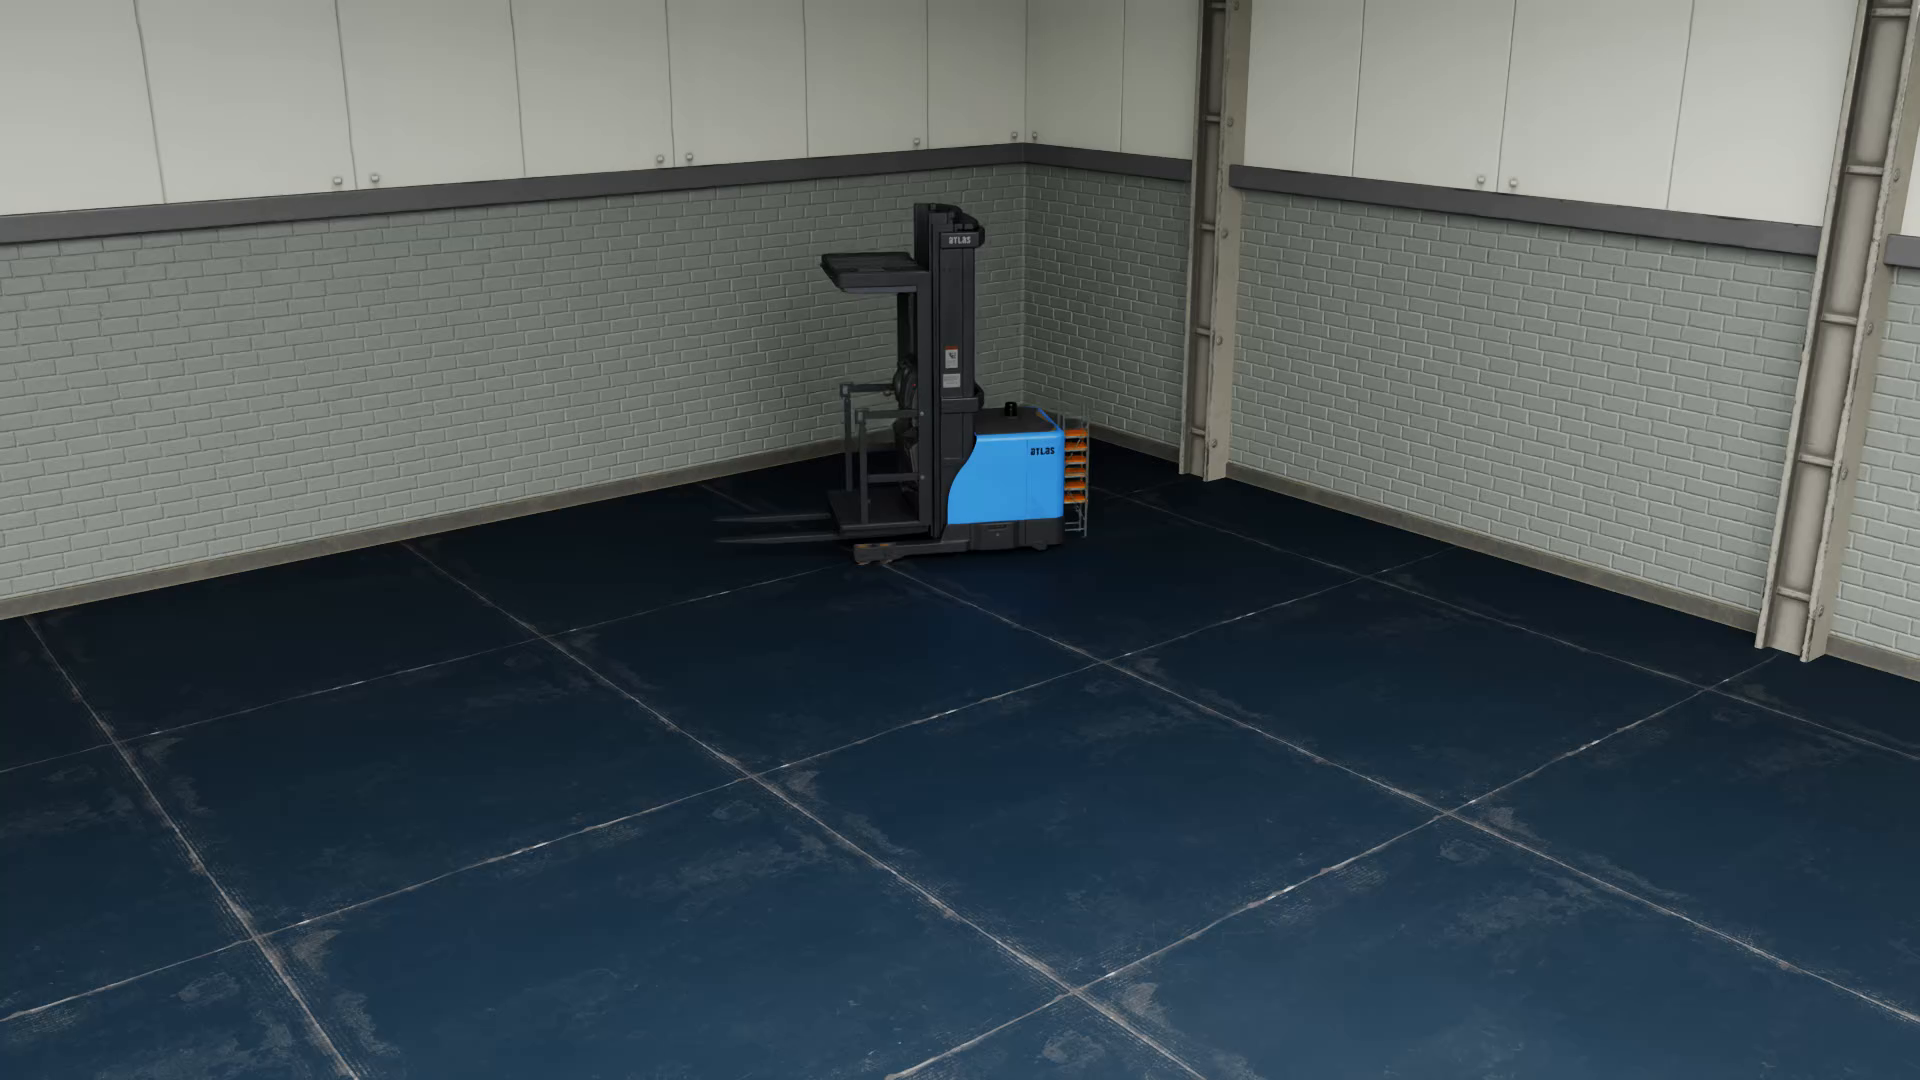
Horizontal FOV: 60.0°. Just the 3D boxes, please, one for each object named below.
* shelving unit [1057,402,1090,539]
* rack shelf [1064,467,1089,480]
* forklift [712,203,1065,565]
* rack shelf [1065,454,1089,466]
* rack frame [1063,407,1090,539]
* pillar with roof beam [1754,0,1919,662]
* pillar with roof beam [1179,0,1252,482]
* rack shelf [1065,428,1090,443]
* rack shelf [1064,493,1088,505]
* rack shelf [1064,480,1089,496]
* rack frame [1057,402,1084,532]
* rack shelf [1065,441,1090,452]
[{"bbox_3d":[1.000,-0.614,14.808,0.258,1.200,0.189,-3,19,-11],"label":"shelving unit"},{"bbox_3d":[0.999,-0.572,14.822,0.258,0.103,0.180,-3,19,-11],"label":"rack shelf"},{"bbox_3d":[-0.649,-1.361,14.311,3.031,2.935,1.130,-4,19,-11],"label":"forklift"},{"bbox_3d":[1.000,-0.686,14.784,0.258,0.103,0.180,-3,19,-11],"label":"rack shelf"},{"bbox_3d":[1.017,-0.586,14.723,0.240,1.200,0.006,-3,19,-11],"label":"rack frame"},{"bbox_3d":[2.814,-2.614,8.443,9.100,9.000,0.400,-14,23,-36],"label":"pillar with roof beam"},{"bbox_3d":[-0.912,-4.093,12.907,9.100,9.000,0.400,-14,23,-36],"label":"pillar with roof beam"},{"bbox_3d":[1.000,-0.914,14.709,0.258,0.103,0.180,-3,19,-11],"label":"rack shelf"},{"bbox_3d":[0.999,-0.344,14.897,0.258,0.103,0.180,-3,19,-11],"label":"rack shelf"},{"bbox_3d":[0.999,-0.458,14.859,0.258,0.103,0.180,-3,19,-11],"label":"rack shelf"},{"bbox_3d":[0.982,-0.642,14.893,0.240,1.200,0.006,-3,19,-11],"label":"rack frame"},{"bbox_3d":[1.000,-0.800,14.746,0.258,0.103,0.180,-3,19,-11],"label":"rack shelf"}]
